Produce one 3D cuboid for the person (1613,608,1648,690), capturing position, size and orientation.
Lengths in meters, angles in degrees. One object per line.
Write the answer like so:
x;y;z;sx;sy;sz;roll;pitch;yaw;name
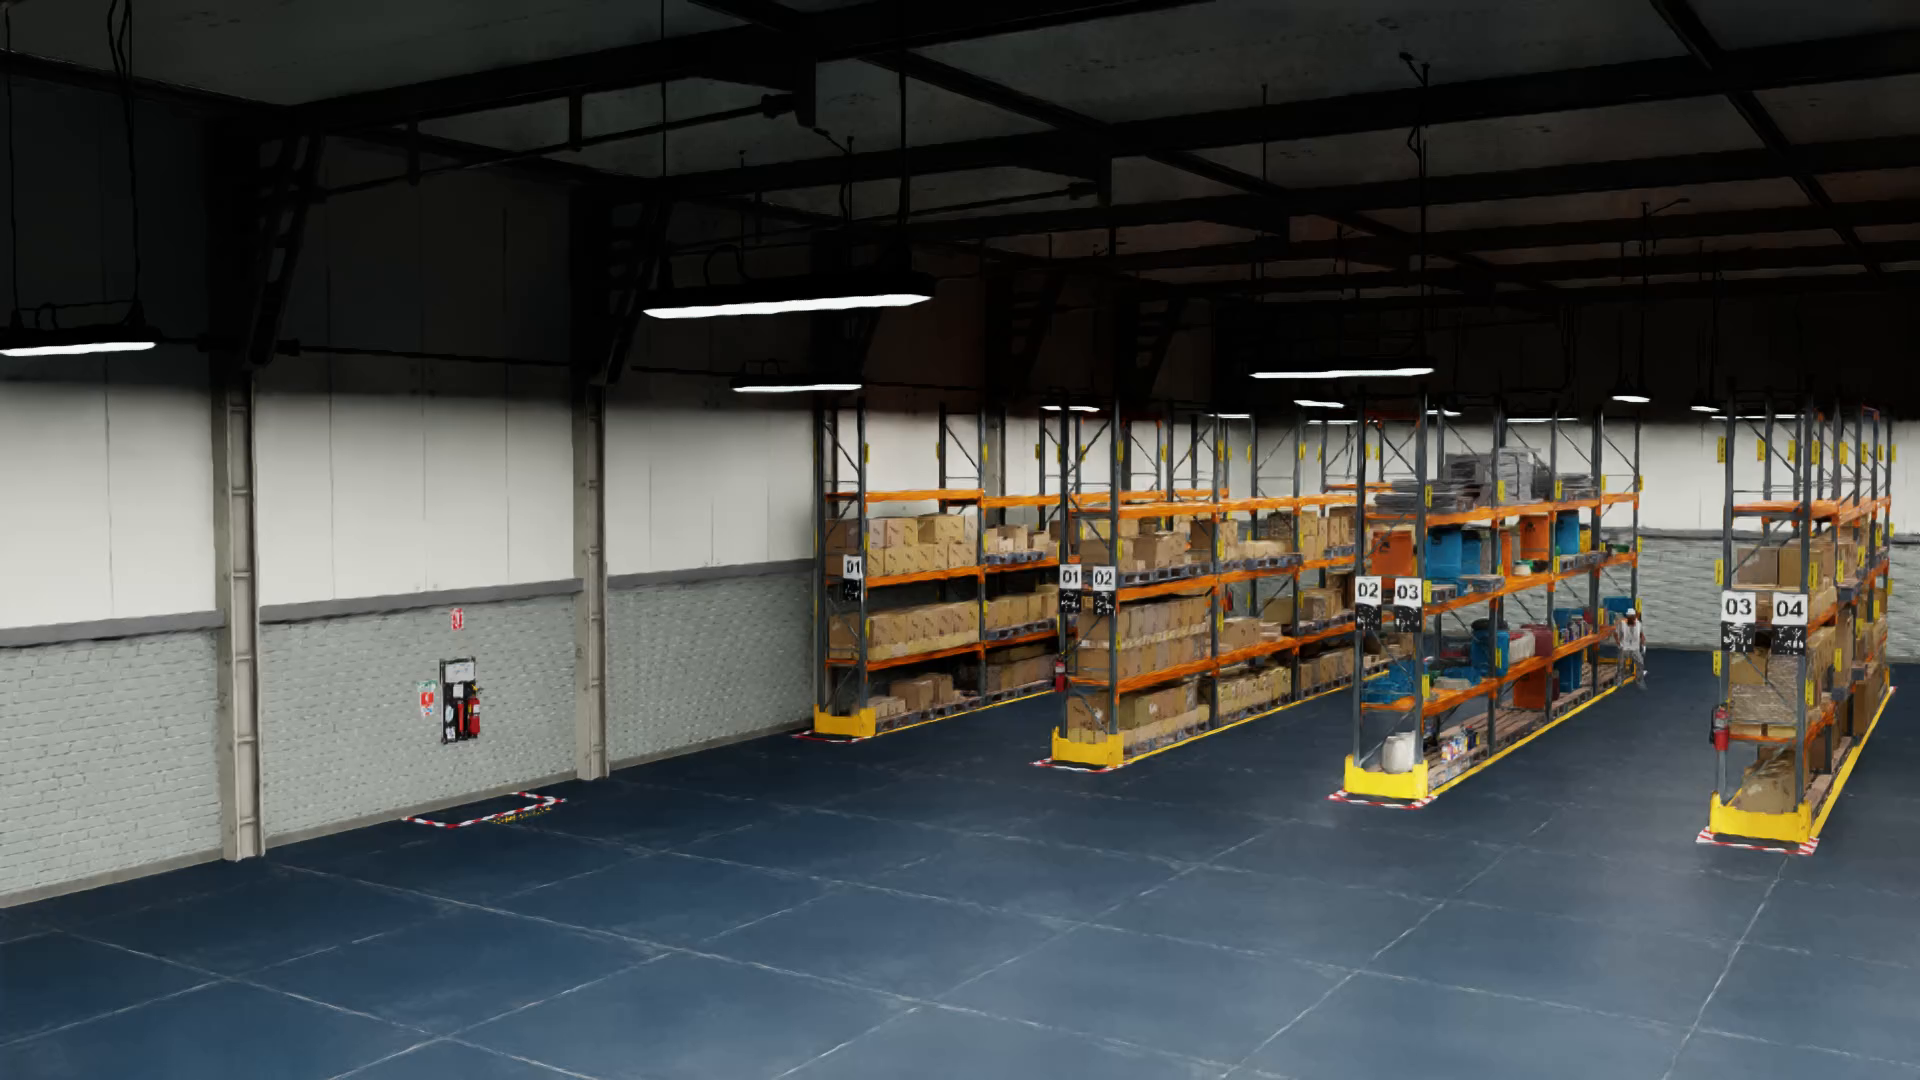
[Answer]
14.134;2.289;35.099;0.687;1.721;0.776;1;3;11;person
